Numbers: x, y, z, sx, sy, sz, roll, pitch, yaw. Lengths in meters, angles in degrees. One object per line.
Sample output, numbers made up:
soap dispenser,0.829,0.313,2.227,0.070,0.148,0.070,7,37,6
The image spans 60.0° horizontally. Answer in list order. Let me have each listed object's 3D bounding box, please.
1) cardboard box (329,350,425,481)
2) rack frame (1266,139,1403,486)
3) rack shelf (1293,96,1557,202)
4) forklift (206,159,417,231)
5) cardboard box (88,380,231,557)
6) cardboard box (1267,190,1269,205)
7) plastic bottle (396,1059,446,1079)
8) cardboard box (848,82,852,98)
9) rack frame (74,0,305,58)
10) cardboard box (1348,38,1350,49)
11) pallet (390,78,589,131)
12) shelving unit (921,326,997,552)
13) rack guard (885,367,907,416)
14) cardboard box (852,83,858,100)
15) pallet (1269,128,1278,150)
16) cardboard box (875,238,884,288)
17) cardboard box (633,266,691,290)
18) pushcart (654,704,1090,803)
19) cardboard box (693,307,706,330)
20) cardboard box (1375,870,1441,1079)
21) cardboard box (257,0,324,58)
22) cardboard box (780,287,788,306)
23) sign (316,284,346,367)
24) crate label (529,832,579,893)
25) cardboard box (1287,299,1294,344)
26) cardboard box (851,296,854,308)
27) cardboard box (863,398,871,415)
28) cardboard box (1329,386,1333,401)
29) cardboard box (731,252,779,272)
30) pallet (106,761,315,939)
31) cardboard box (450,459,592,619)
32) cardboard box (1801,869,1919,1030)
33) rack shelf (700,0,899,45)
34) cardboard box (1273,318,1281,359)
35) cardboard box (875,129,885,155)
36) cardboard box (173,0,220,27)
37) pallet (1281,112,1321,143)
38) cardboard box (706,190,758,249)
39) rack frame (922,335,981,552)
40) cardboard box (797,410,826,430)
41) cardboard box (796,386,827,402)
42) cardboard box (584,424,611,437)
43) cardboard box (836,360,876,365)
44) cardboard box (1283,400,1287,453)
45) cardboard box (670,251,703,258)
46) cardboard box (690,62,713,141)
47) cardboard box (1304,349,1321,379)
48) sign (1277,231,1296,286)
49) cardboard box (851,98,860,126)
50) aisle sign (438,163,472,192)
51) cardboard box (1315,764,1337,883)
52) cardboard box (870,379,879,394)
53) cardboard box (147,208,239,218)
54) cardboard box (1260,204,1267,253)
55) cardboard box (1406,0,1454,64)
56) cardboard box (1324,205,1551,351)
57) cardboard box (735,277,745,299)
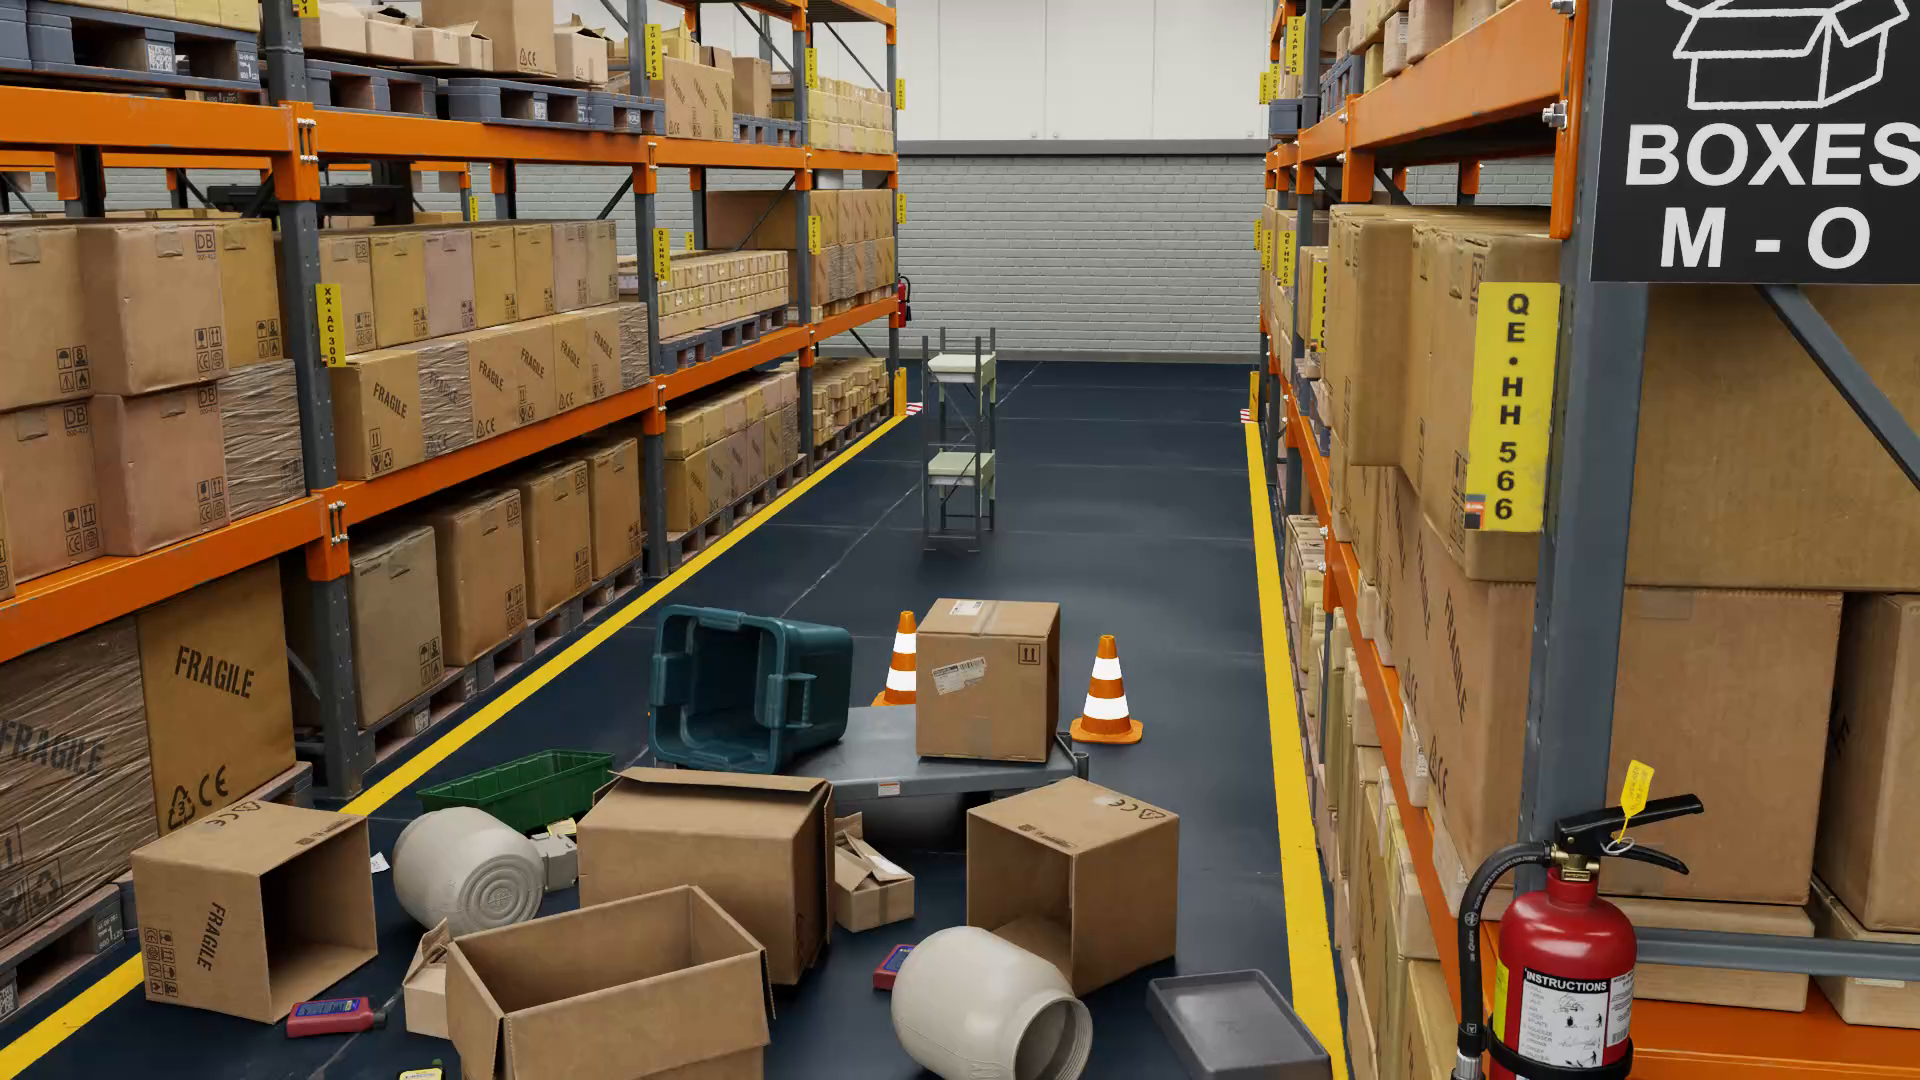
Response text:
cardboard box,-2.680,-0.550,7.189,0.500,0.500,0.500,2,12,9
rack frame,3.110,-1.927,13.813,1.000,3.000,0.127,2,12,9
rack shelf,2.187,-1.792,7.777,1.077,0.370,4.000,2,12,9
forklift,-4.657,-1.533,12.148,1.130,2.935,3.031,2,12,9
cardboard box,-3.134,-0.282,5.824,0.875,0.550,0.550,2,12,9
cardboard box,3.274,-3.442,16.694,0.380,0.149,0.250,2,12,10
plastic bottle,-1.521,1.547,4.670,0.133,0.061,0.283,-2,12,-11
cardboard box,-1.236,-4.278,15.827,0.380,0.149,0.250,2,12,7
rack frame,-3.027,-3.333,6.100,1.000,3.000,0.127,2,12,9
cardboard box,2.288,-2.292,8.145,0.797,0.503,0.637,2,12,9
pallet,-2.628,-2.239,8.589,1.003,0.211,1.213,2,12,11
shelving unit,-0.001,-0.732,11.829,0.431,1.500,0.755,2,12,9
rack guard,-1.193,-1.661,18.513,1.175,0.500,0.348,2,12,9
cardboard box,-1.201,-4.333,16.080,0.380,0.149,0.250,2,12,7
pallet,3.621,-4.028,16.652,1.003,0.211,1.213,2,12,9
cardboard box,-1.081,-2.884,17.312,0.500,0.500,0.500,2,12,8
cardboard box,-2.069,-1.803,11.429,0.380,0.149,0.250,2,12,8
pushcart,-0.381,0.957,6.656,1.648,0.377,0.936,-2,12,-11
cardboard box,-2.021,-1.571,11.761,0.380,0.149,0.250,2,12,11
cardboard box,1.207,1.060,3.706,0.500,0.500,0.500,2,12,11
cardboard box,-3.077,-2.200,7.084,0.500,0.250,0.500,2,12,9
cardboard box,-1.662,-2.059,14.029,0.380,0.149,0.250,2,12,7
sign,-2.479,-0.845,6.551,0.100,0.325,0.005,2,12,9
crate label,-1.547,1.190,6.147,0.298,0.136,0.250,-7,14,-30
cardboard box,2.318,-1.374,10.419,0.500,0.250,0.500,2,12,8
cardboard box,-1.262,-2.378,16.503,0.380,0.149,0.250,2,12,10
cardboard box,-1.124,-1.378,17.038,0.380,0.149,0.250,1,12,6
cardboard box,1.724,-0.764,6.480,0.500,0.500,0.500,2,12,8
cardboard box,-1.706,-2.293,13.702,0.380,0.149,0.250,2,12,7
pallet,-3.222,1.118,6.303,1.003,0.211,1.213,2,12,9
cardboard box,-2.726,-0.033,9.369,1.050,0.750,0.750,2,12,10
cardboard box,1.521,0.630,2.545,0.380,0.149,0.250,2,12,9
rack shelf,-1.489,-5.062,15.836,1.077,0.370,4.000,2,12,9
cardboard box,2.523,-1.453,11.969,0.500,0.250,0.500,2,12,8
cardboard box,-1.062,-4.082,17.050,0.500,0.250,0.500,2,12,9
cardboard box,-2.806,-1.860,5.745,0.380,0.149,0.250,2,12,10
pallet,2.710,-2.837,11.364,1.003,0.211,1.213,2,12,11
cardboard box,-1.992,-2.856,14.807,0.500,0.500,0.500,1,12,7
rack frame,-0.057,-0.656,11.475,0.400,1.500,0.023,2,12,9
cardboard box,-1.425,-1.088,14.987,0.380,0.149,0.250,2,12,11
cardboard box,-1.448,-1.343,15.464,0.380,0.149,0.250,2,12,8
cardboard box,-2.566,-0.734,11.436,0.500,0.250,0.500,2,12,7
cardboard box,-1.108,-1.832,17.733,0.380,0.149,0.250,2,12,10
cardboard box,3.312,-1.007,14.629,0.875,0.438,0.875,2,12,8
cardboard box,-2.349,-2.314,13.798,0.380,0.149,0.250,2,12,10
cardboard box,-1.992,-2.963,11.265,0.500,0.500,0.500,2,12,9
cardboard box,2.034,-0.945,8.858,0.380,0.149,0.250,2,12,9
sign,1.946,-1.677,9.908,0.100,0.325,0.005,2,12,9
cardboard box,-1.249,-4.114,16.013,0.500,0.250,0.500,1,12,6
aisle sign,-5.760,-4.356,18.917,0.394,0.787,0.004,2,12,9
cardboard box,1.522,0.992,5.802,0.500,0.250,0.500,1,12,6
cardboard box,-1.059,-1.628,17.493,0.380,0.149,0.250,1,12,6
cardboard box,-6.772,-2.654,14.569,0.797,0.503,0.637,2,12,7
cardboard box,3.370,-3.206,17.140,0.500,0.500,0.500,2,12,7
cardboard box,1.235,-1.177,3.809,0.380,0.149,0.250,2,12,8
cardboard box,1.597,-0.860,5.546,0.700,0.500,0.500,2,12,8
cardboard box,-1.862,-1.930,12.723,0.380,0.149,0.250,2,12,9
